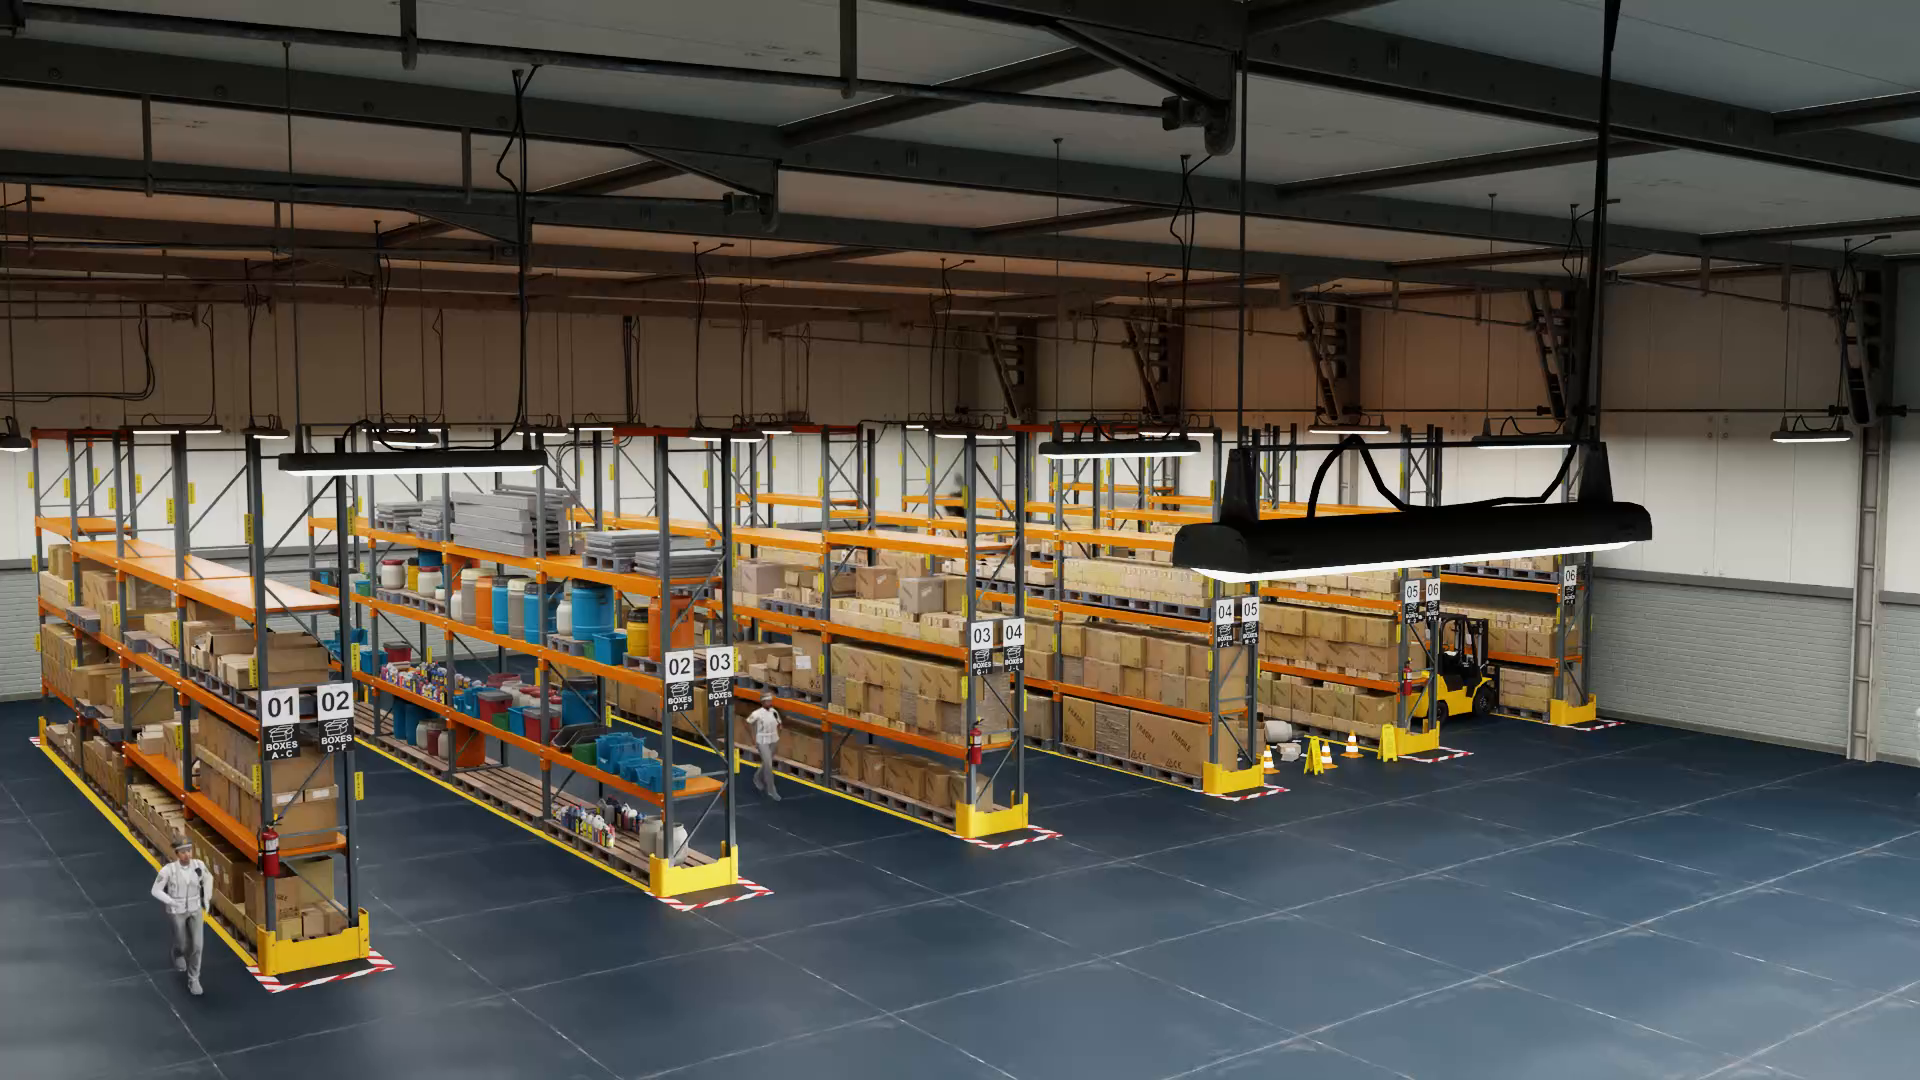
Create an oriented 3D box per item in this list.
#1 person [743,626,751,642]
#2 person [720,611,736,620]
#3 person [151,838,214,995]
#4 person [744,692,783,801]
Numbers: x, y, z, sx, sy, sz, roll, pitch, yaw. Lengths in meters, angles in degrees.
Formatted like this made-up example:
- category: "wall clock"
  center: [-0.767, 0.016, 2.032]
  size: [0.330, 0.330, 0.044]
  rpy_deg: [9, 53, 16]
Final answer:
- category: "person"
  center: [-5.240, 2.176, 41.894]
  size: [0.614, 1.695, 0.846]
  rpy_deg: [3, 6, 38]
- category: "person"
  center: [-5.717, 2.216, 41.418]
  size: [0.875, 1.784, 0.754]
  rpy_deg: [-4, 6, -43]
- category: "person"
  center: [-8.499, 4.078, 18.234]
  size: [0.659, 1.695, 0.778]
  rpy_deg: [-3, 6, -37]
- category: "person"
  center: [-3.173, 3.336, 27.190]
  size: [0.547, 1.723, 0.878]
  rpy_deg: [-4, 6, -45]
